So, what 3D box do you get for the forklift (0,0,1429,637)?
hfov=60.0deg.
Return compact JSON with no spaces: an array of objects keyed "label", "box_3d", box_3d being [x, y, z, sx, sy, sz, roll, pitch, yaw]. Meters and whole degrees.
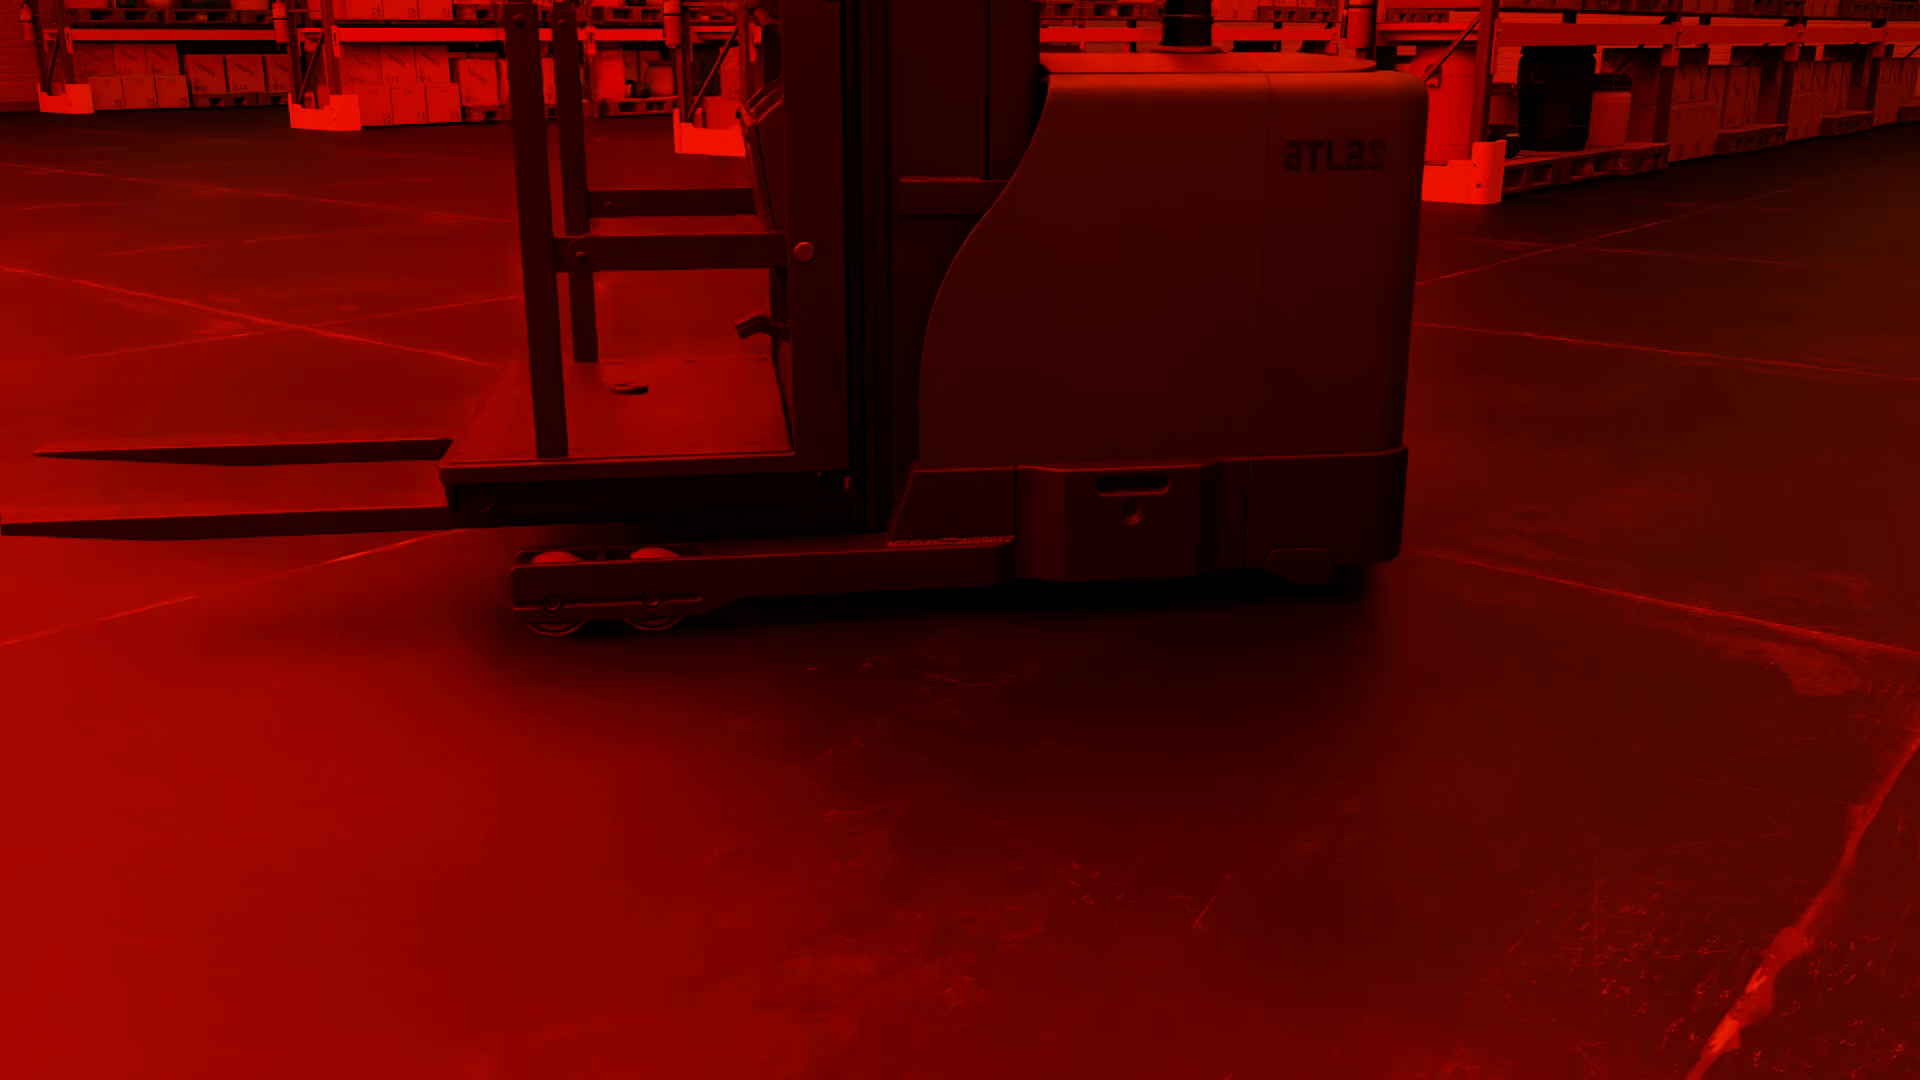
[{"label":"forklift","box_3d":[-0.604,-1.375,3.424,3.031,2.935,1.130,-2,17,-8]}]
